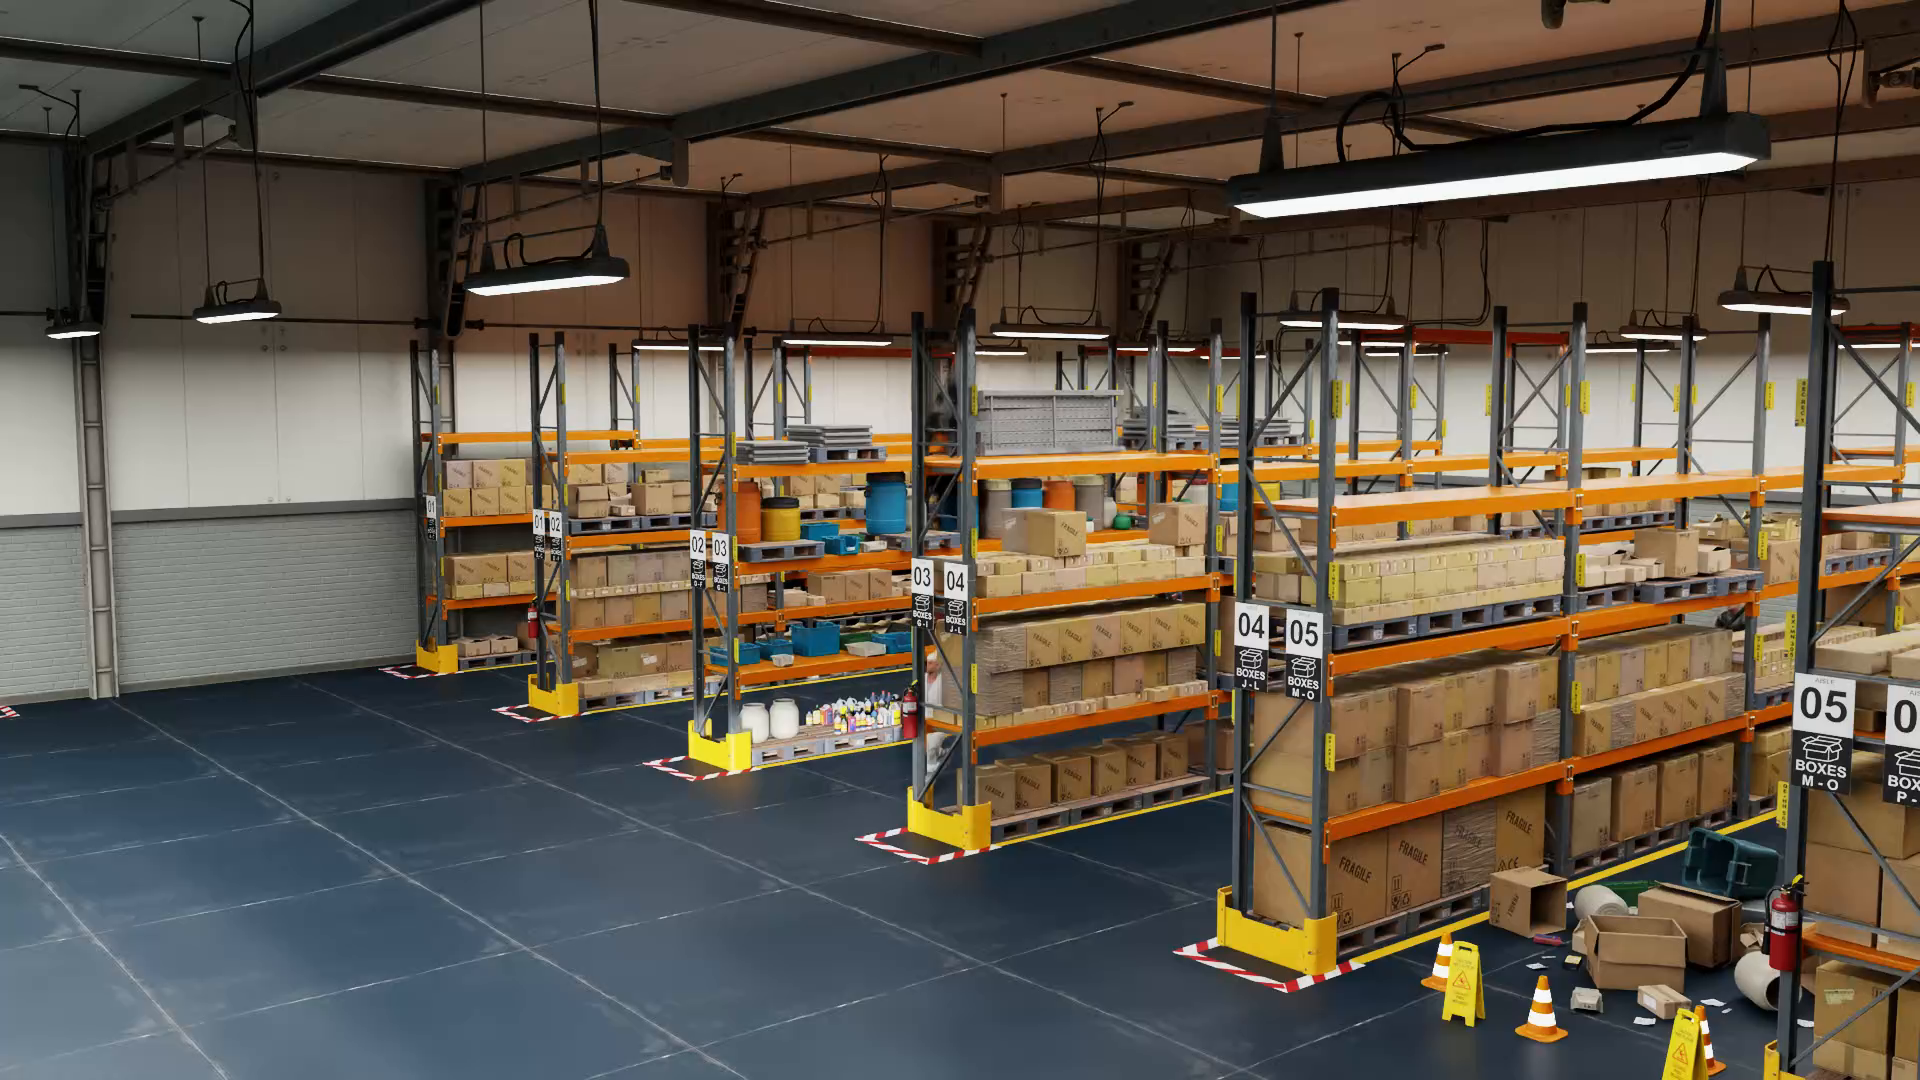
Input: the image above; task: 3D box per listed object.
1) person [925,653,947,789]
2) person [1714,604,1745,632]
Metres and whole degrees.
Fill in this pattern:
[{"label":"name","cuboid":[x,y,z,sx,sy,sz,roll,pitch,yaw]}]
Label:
[{"label":"person","cuboid":[-0.280,2.321,21.392,0.661,1.771,0.783,4,7,36]},{"label":"person","cuboid":[12.680,1.800,27.278,0.697,1.727,0.684,4,7,36]}]
